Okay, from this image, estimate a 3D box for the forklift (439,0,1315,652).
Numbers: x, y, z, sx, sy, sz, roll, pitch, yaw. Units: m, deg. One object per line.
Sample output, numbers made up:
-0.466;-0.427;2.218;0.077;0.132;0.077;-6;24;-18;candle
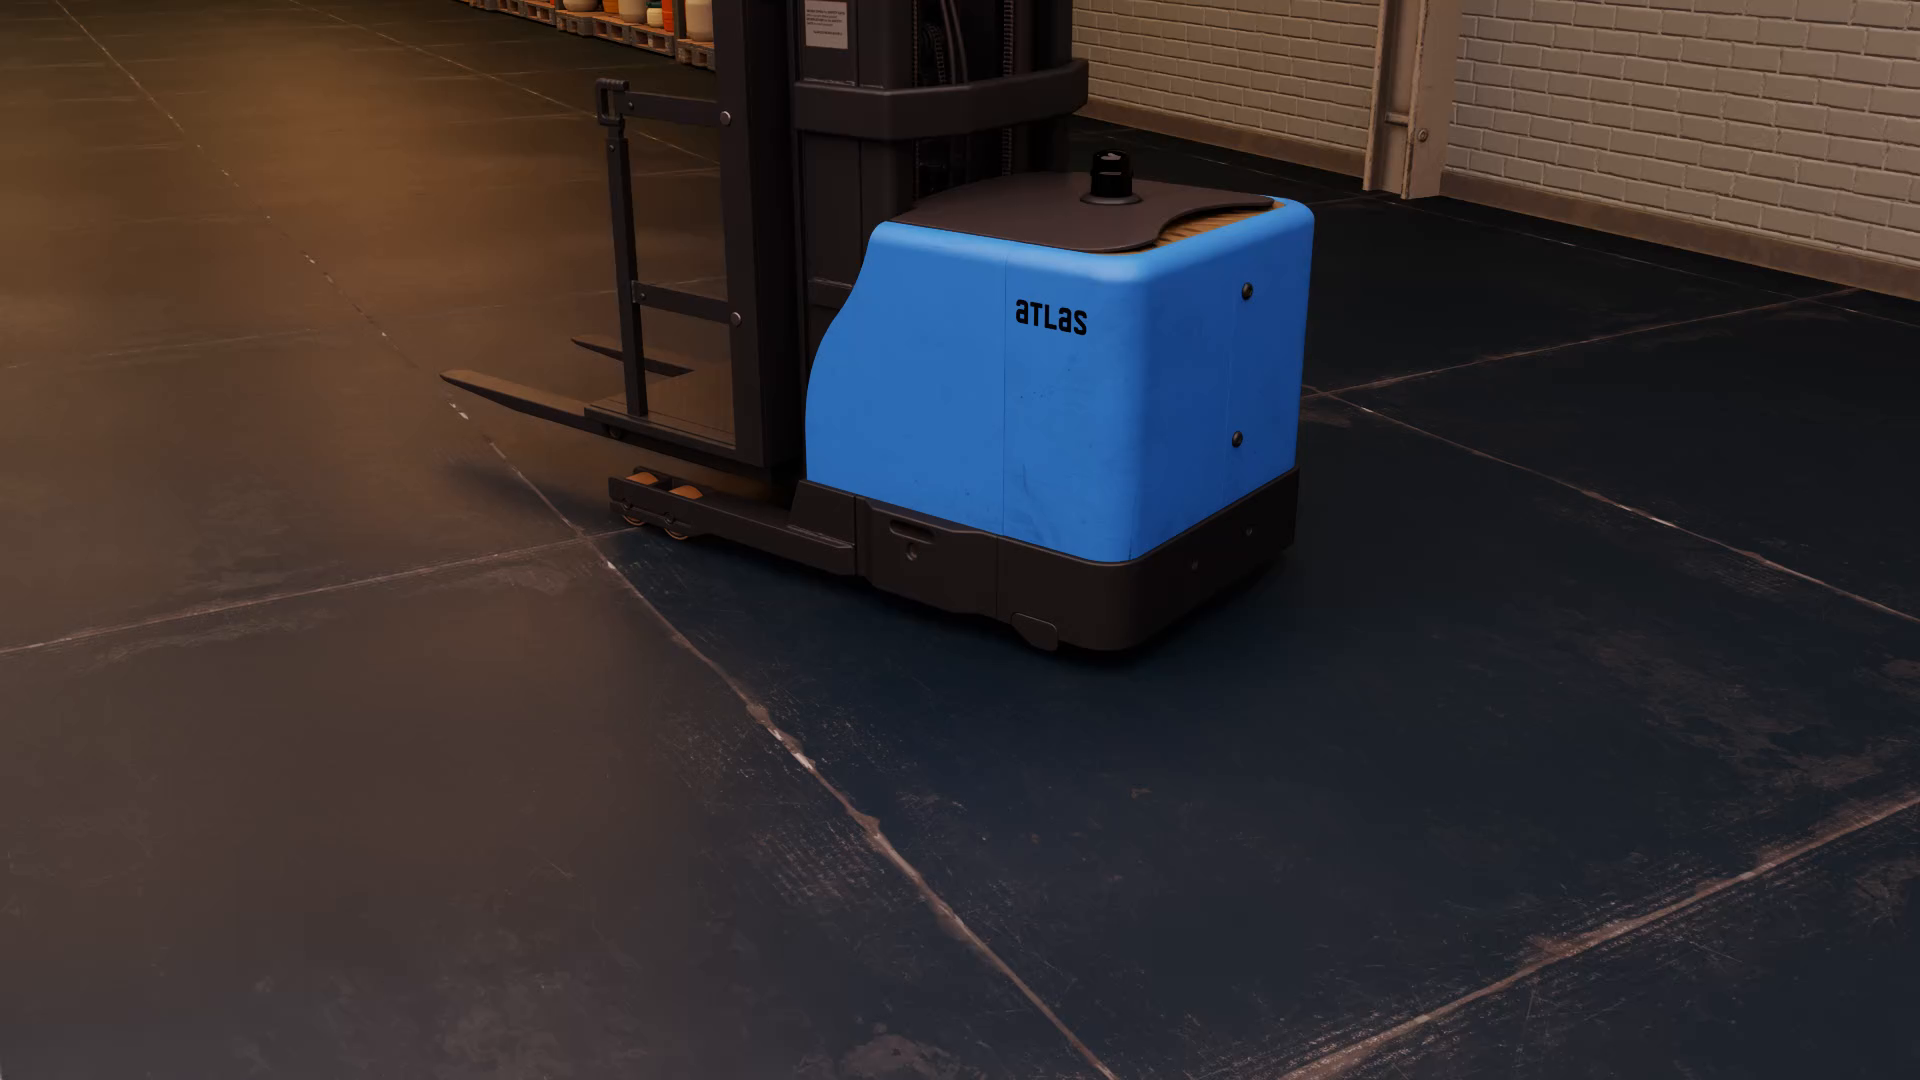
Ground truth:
-0.481;-1.497;4.922;3.031;2.935;1.130;16;27;34;forklift
